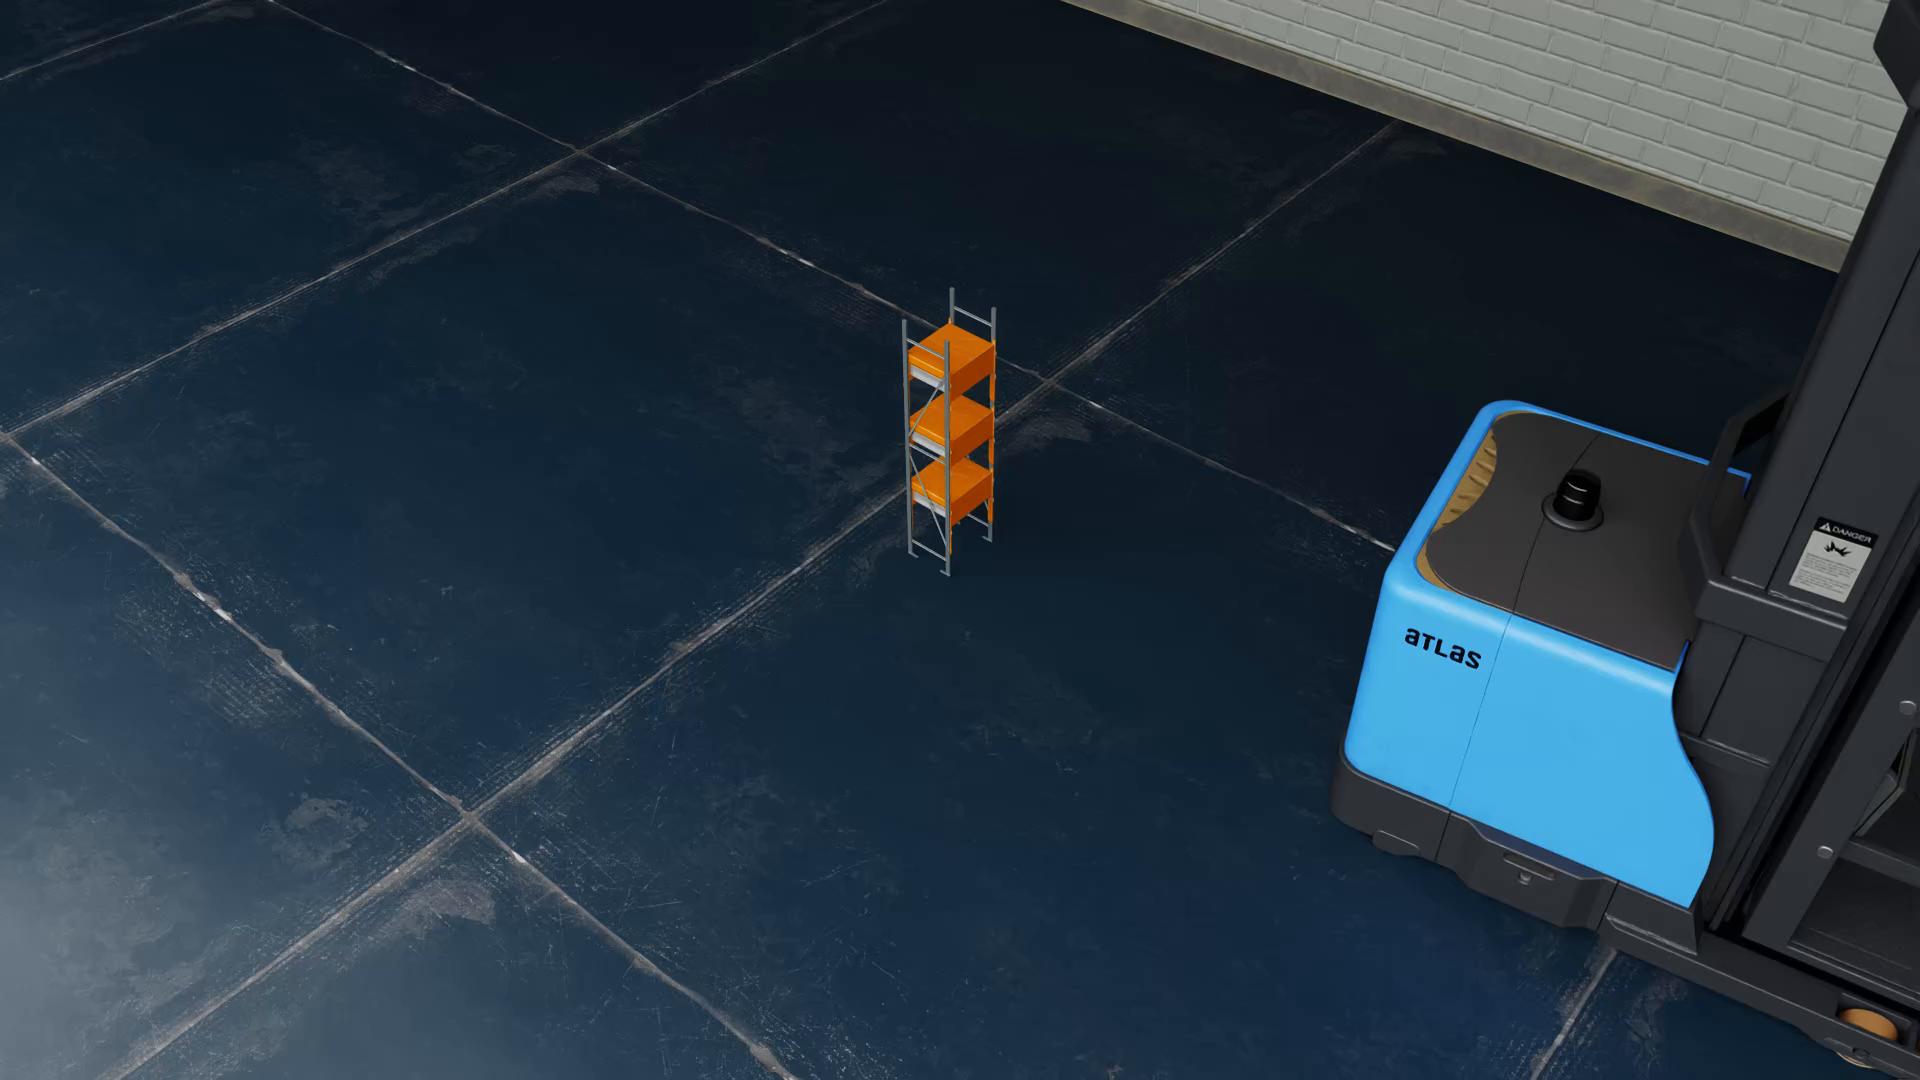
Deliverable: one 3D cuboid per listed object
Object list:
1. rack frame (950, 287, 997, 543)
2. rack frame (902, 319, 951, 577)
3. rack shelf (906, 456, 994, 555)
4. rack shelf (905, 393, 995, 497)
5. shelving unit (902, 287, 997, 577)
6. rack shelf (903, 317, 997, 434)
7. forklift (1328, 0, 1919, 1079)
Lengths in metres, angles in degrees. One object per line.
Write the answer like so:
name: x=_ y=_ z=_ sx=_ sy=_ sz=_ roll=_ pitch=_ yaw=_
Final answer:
rack frame: x=0.044 y=-0.424 z=5.936 sx=0.200 sy=1.050 sz=0.008 roll=29 pitch=50 yaw=28
rack frame: x=-0.113 y=-0.298 z=5.797 sx=0.200 sy=1.050 sz=0.008 roll=29 pitch=50 yaw=28
rack shelf: x=-0.034 y=-0.147 z=6.061 sx=0.215 sy=0.259 sz=0.240 roll=29 pitch=50 yaw=28
rack shelf: x=-0.034 y=-0.353 z=5.874 sx=0.215 sy=0.259 sz=0.240 roll=29 pitch=50 yaw=28
shelving unit: x=-0.034 y=-0.361 z=5.867 sx=0.215 sy=1.050 sz=0.252 roll=29 pitch=50 yaw=28
rack shelf: x=-0.034 y=-0.563 z=5.683 sx=0.215 sy=0.259 sz=0.240 roll=29 pitch=50 yaw=28
forklift: x=2.689 y=0.037 z=4.031 sx=3.031 sy=2.935 sz=1.130 roll=22 pitch=47 yaw=22
